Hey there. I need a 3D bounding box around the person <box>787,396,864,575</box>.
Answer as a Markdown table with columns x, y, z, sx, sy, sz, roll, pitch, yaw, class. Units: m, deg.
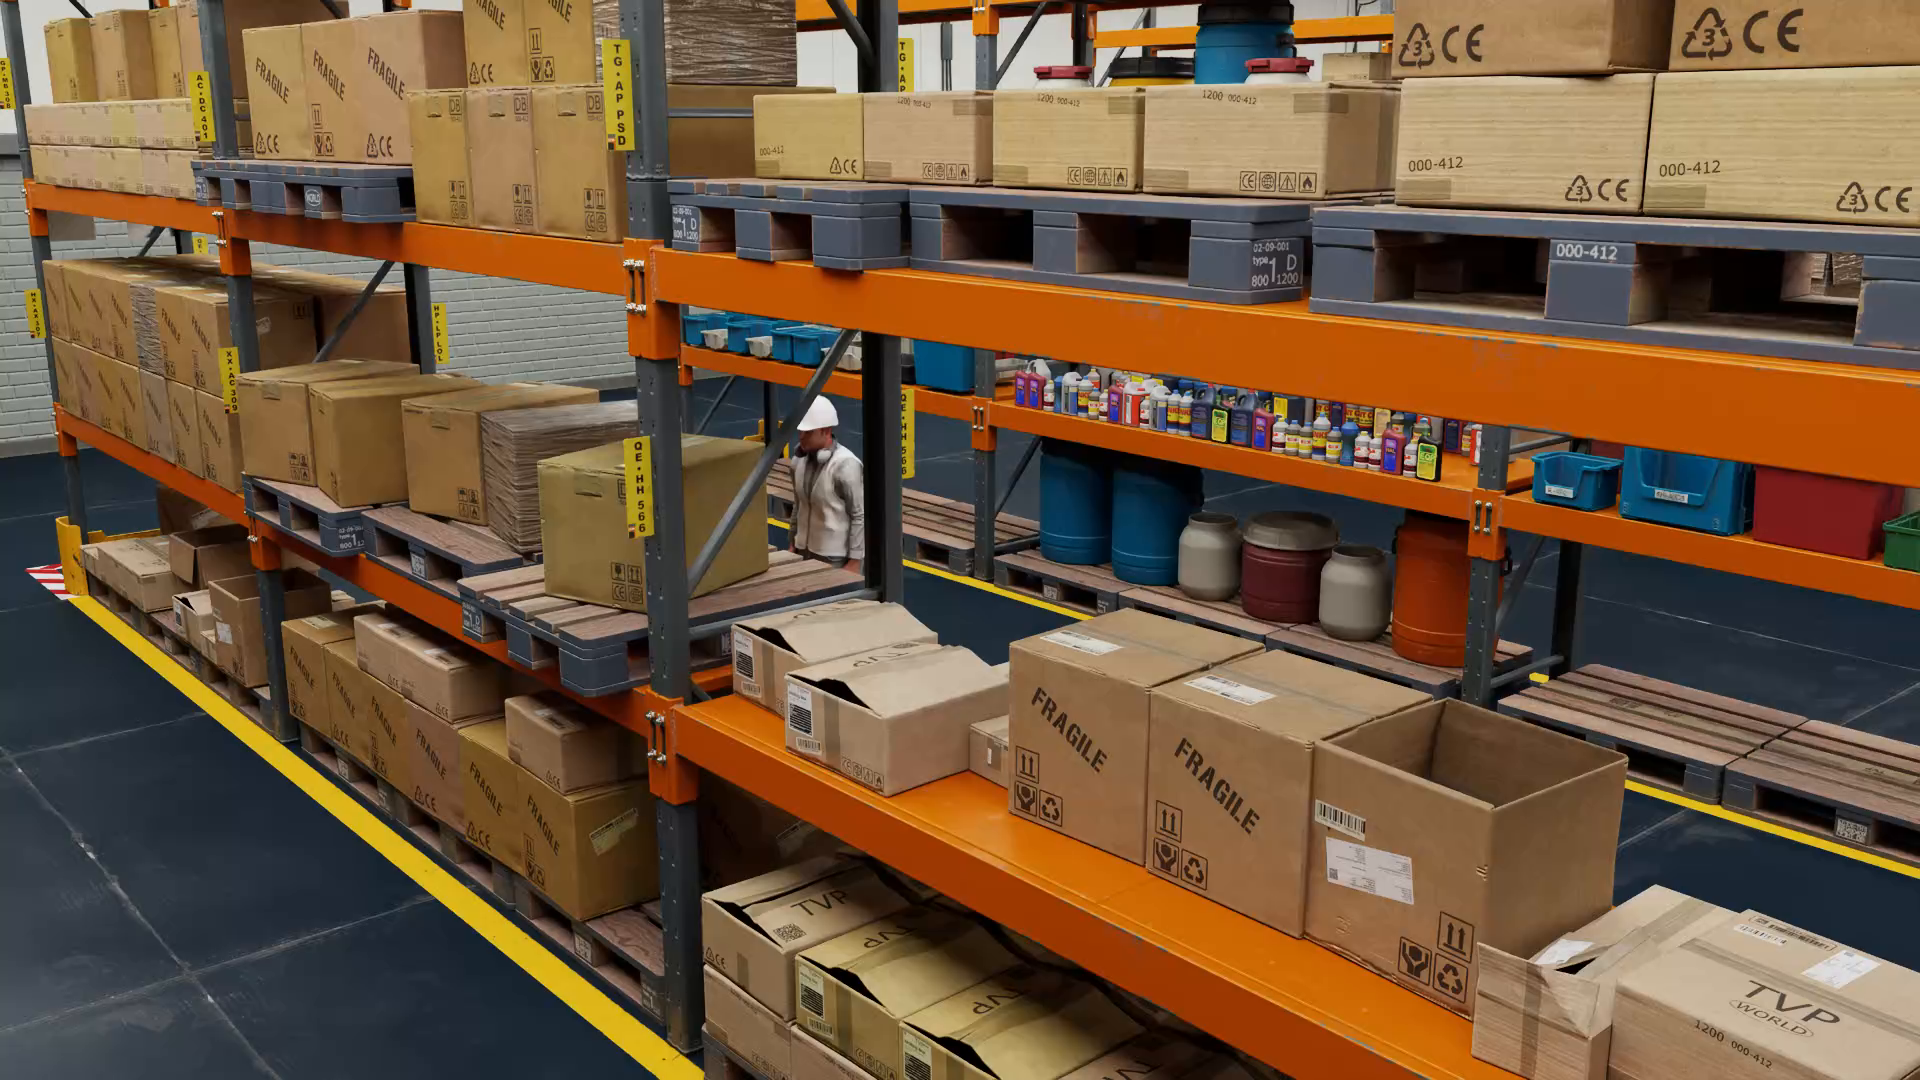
| x | y | z | sx | sy | sz | roll | pitch | yaw | class |
| --- | --- | --- | --- | --- | --- | --- | --- | --- | --- |
| -0.741 | 0.081 | 9.129 | 0.466 | 1.766 | 0.579 | -13 | 19 | -42 | person |
